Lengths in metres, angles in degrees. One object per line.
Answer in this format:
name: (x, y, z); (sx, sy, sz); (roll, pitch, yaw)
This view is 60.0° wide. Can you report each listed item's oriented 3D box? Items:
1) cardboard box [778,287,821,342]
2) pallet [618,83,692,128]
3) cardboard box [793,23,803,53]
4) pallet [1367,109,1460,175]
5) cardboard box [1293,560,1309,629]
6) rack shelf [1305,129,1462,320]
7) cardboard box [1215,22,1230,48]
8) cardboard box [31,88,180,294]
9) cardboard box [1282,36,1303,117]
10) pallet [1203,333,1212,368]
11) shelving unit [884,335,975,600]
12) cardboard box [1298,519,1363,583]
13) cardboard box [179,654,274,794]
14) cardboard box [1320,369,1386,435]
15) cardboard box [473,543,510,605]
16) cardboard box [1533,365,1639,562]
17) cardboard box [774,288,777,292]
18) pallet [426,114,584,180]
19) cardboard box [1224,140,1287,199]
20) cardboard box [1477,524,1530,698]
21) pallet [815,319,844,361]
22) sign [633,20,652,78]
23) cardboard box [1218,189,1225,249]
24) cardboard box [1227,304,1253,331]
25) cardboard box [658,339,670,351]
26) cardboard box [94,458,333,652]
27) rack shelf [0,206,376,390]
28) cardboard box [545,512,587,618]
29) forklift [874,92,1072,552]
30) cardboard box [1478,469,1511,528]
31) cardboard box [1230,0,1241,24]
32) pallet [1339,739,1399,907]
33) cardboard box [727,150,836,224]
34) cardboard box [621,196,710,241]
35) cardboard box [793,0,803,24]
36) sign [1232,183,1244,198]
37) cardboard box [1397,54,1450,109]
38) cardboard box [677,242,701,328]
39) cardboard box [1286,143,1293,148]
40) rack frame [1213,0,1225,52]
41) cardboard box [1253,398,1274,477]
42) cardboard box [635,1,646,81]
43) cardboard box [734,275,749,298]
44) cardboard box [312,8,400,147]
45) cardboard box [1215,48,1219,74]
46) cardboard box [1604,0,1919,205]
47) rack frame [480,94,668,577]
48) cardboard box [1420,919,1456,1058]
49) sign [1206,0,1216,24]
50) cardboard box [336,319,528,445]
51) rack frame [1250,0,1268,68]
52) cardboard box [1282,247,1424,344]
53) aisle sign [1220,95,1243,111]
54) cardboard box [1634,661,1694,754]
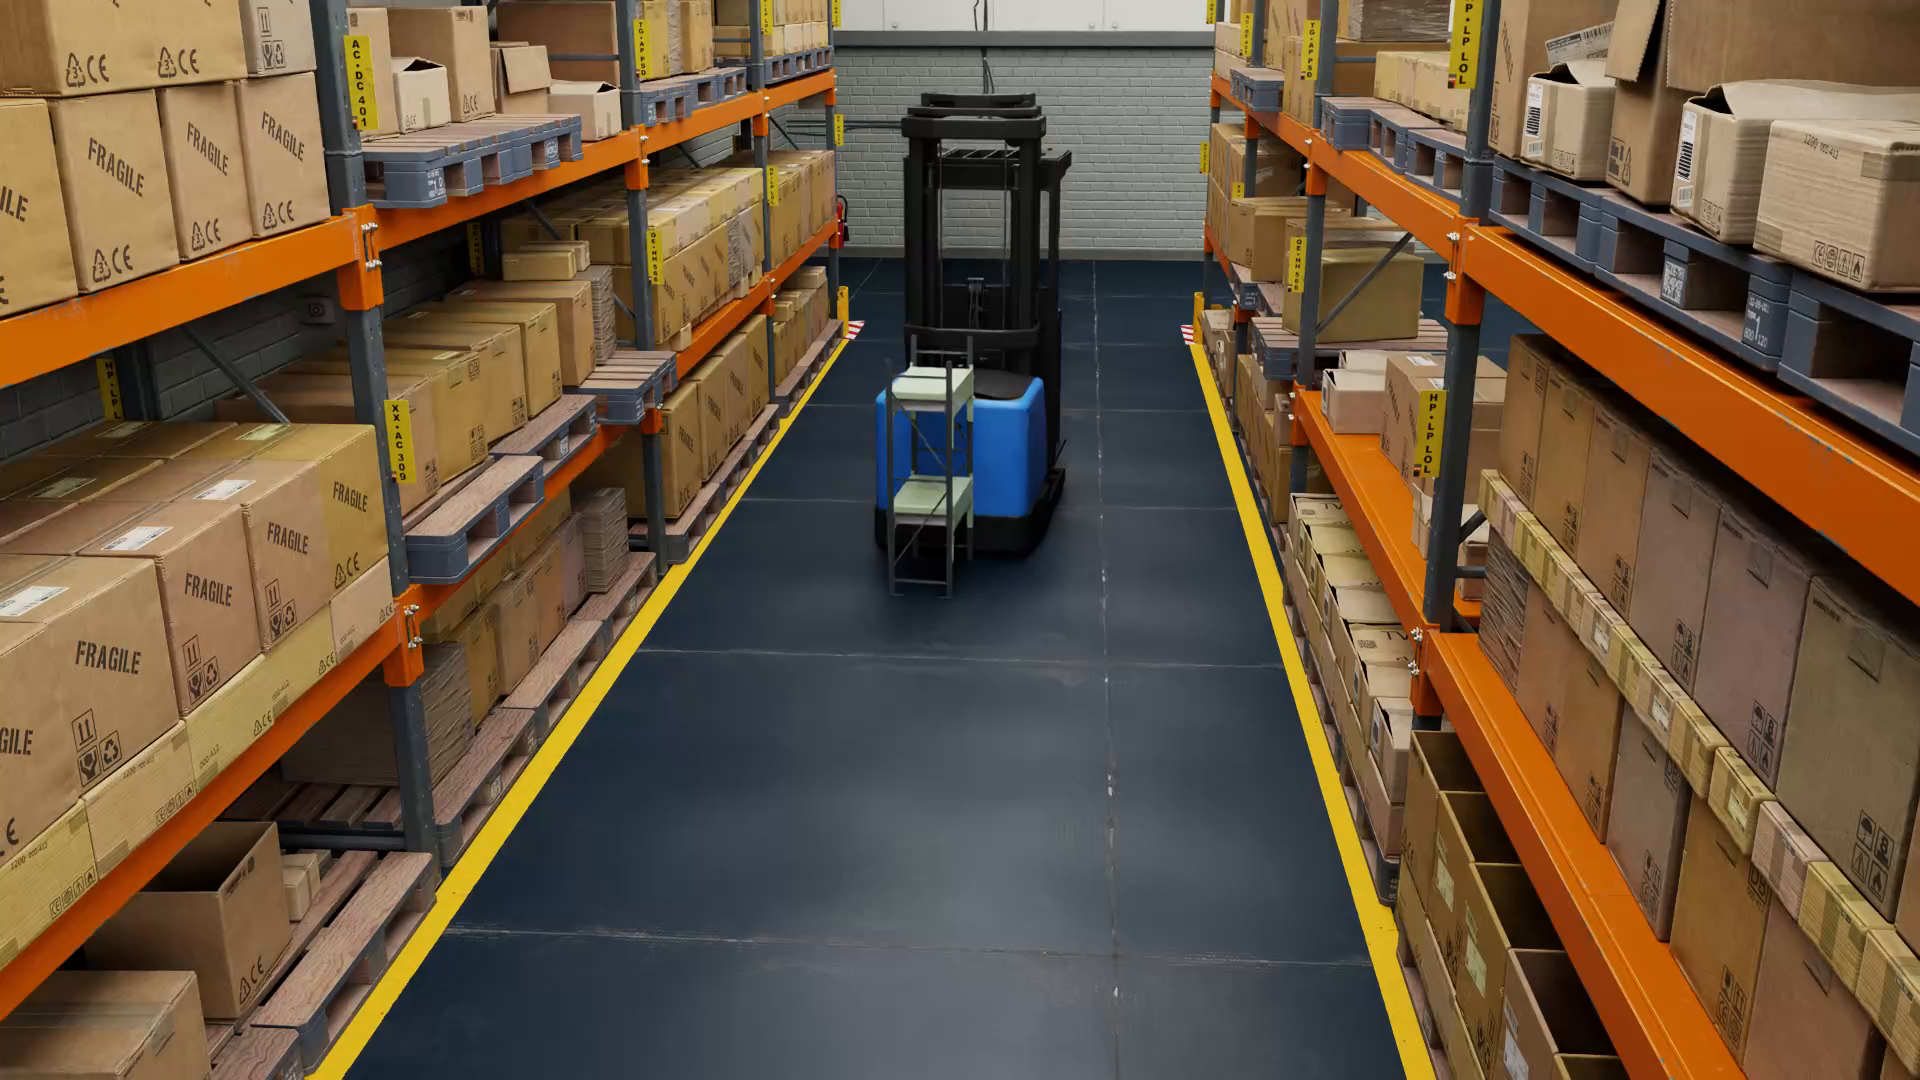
cardboard box: (-1.812, -2.337, 17.078); (0.700, 0.500, 0.500); (1, 18, 4)
pallet: (-2.406, -2.753, 10.493); (1.213, 0.211, 1.003); (2, 18, 6)
cardboard box: (-1.720, -4.586, 15.189); (0.500, 0.250, 0.500); (1, 18, 2)
pallet: (2.505, -1.882, 7.835); (1.003, 0.211, 1.213); (2, 18, 6)
cardboard box: (2.176, 0.313, 9.392); (0.500, 0.250, 0.500); (1, 18, 2)
rack shelf: (2.398, -1.569, 7.732); (1.077, 0.370, 4.000); (1, 18, 4)
cardboard box: (2.819, -5.029, 16.574); (0.500, 0.250, 0.500); (1, 18, 4)
cardboard box: (-2.527, -0.964, 4.537); (0.500, 0.500, 0.500); (1, 18, 2)
cardboard box: (2.613, -3.036, 10.892); (0.910, 0.500, 0.500); (1, 18, 4)
pallet: (3.053, -1.995, 17.172); (1.003, 0.211, 1.213); (1, 18, 4)
shelving unit: (-0.181, -0.469, 10.445); (0.431, 1.500, 0.755); (3, 18, 10)
cardboard box: (2.182, 0.054, 9.283); (0.500, 0.311, 0.500); (1, 18, 3)
cardboard box: (-2.483, 0.553, 5.126); (0.500, 0.250, 0.500); (1, 18, 4)
cardboard box: (2.284, -0.791, 9.162); (0.500, 0.311, 0.500); (1, 18, 3)
cardboard box: (-2.589, 0.121, 8.339); (0.500, 0.250, 0.500); (1, 18, 2)
cardboard box: (2.194, -0.233, 5.073); (0.700, 0.500, 0.500); (1, 18, 4)
cardboard box: (-2.039, -2.530, 16.625); (0.380, 0.149, 0.250); (2, 18, 5)
pallet: (-2.465, -1.821, 7.648); (1.213, 0.211, 1.003); (1, 18, 4)
cardboard box: (2.677, -3.350, 15.063); (0.500, 0.500, 0.500); (1, 18, 4)
cardboard box: (2.229, 0.226, 5.755); (0.700, 0.500, 0.500); (1, 18, 2)
pallet: (-1.805, -2.125, 17.570); (1.003, 0.211, 1.213); (1, 18, 4)
sign: (-1.859, -2.874, 9.730); (0.100, 0.325, 0.005); (1, 18, 4)
cardboard box: (2.712, -3.035, 15.708); (0.500, 0.500, 0.500); (2, 18, 5)
cardboard box: (2.958, -1.955, 15.875); (0.797, 0.503, 0.637); (1, 18, 4)
cardboard box: (-2.118, -1.281, 10.887); (0.380, 0.149, 0.250); (2, 18, 5)
cardboard box: (-2.442, 0.041, 5.486); (0.500, 0.500, 0.500); (1, 18, 4)
rack shelf: (-2.830, -0.436, 4.274); (1.077, 0.370, 4.000); (1, 18, 4)
cardboard box: (-2.552, 0.145, 9.471); (0.700, 0.500, 0.500); (1, 18, 4)
forklift: (0.195, -1.733, 12.004); (1.130, 2.935, 3.031); (3, 18, 10)
cardboard box: (2.042, -0.141, 5.833); (0.380, 0.149, 0.250); (1, 18, 4)
cardboard box: (2.974, -5.226, 15.971); (0.700, 0.500, 0.500); (1, 18, 4)
pallet: (2.269, 1.231, 7.326); (1.003, 0.211, 1.213); (1, 18, 4)
cardboard box: (-1.853, -3.684, 17.368); (0.980, 0.700, 0.700); (2, 18, 6)
cardboard box: (-2.040, -2.228, 11.531); (0.500, 0.250, 0.500); (1, 18, 4)
cardboard box: (-1.721, -4.944, 15.079); (0.500, 0.500, 0.500); (1, 18, 4)
sign: (2.286, -2.770, 13.669); (0.100, 0.325, 0.005); (1, 18, 4)
cardboard box: (2.546, -2.355, 8.541); (0.500, 0.250, 0.500); (2, 18, 5)
cardboard box: (-2.063, -1.722, 11.190); (0.500, 0.500, 0.500); (2, 18, 6)
cardboard box: (3.217, -3.331, 15.006); (0.500, 0.500, 0.500); (1, 18, 2)
rack frame: (3.115, -6.442, 16.631); (1.000, 3.000, 0.127); (1, 18, 4)
cardboard box: (2.443, -0.747, 12.194); (0.500, 0.500, 0.500); (1, 18, 2)
cardboard box: (-2.437, -3.215, 10.735); (0.700, 0.500, 0.500); (0, 18, 1)
cardboard box: (-1.873, -1.995, 13.066); (0.380, 0.149, 0.250); (1, 18, 4)
cardboard box: (-2.567, -1.814, 6.490); (0.500, 0.500, 0.500); (4, 19, 12)
cardboard box: (2.825, -4.791, 16.652); (0.500, 0.250, 0.500); (1, 18, 4)
cardboard box: (2.011, -1.096, 4.068); (0.797, 0.503, 0.637); (3, 18, 10)
rack frame: (-2.400, -1.216, 10.316); (1.000, 3.000, 0.127); (1, 18, 4)
cardboard box: (1.878, 1.535, 5.661); (0.500, 0.250, 0.500); (1, 18, 4)
sign: (2.574, -5.444, 16.999); (0.100, 0.325, 0.005); (1, 18, 4)
cardboard box: (-2.553, -0.766, 8.076); (0.700, 0.500, 0.500); (4, 19, 11)
rack frame: (2.828, -5.200, 12.840); (1.000, 3.000, 0.127); (1, 18, 4)
cardboard box: (2.474, -1.552, 10.506); (0.700, 0.500, 0.500); (-5, 19, -15)
aisle sign: (2.827, -4.854, 17.245); (0.394, 0.787, 0.004); (1, 18, 4)
cardboard box: (1.914, 0.418, 4.129); (0.380, 0.149, 0.250); (1, 18, 3)
